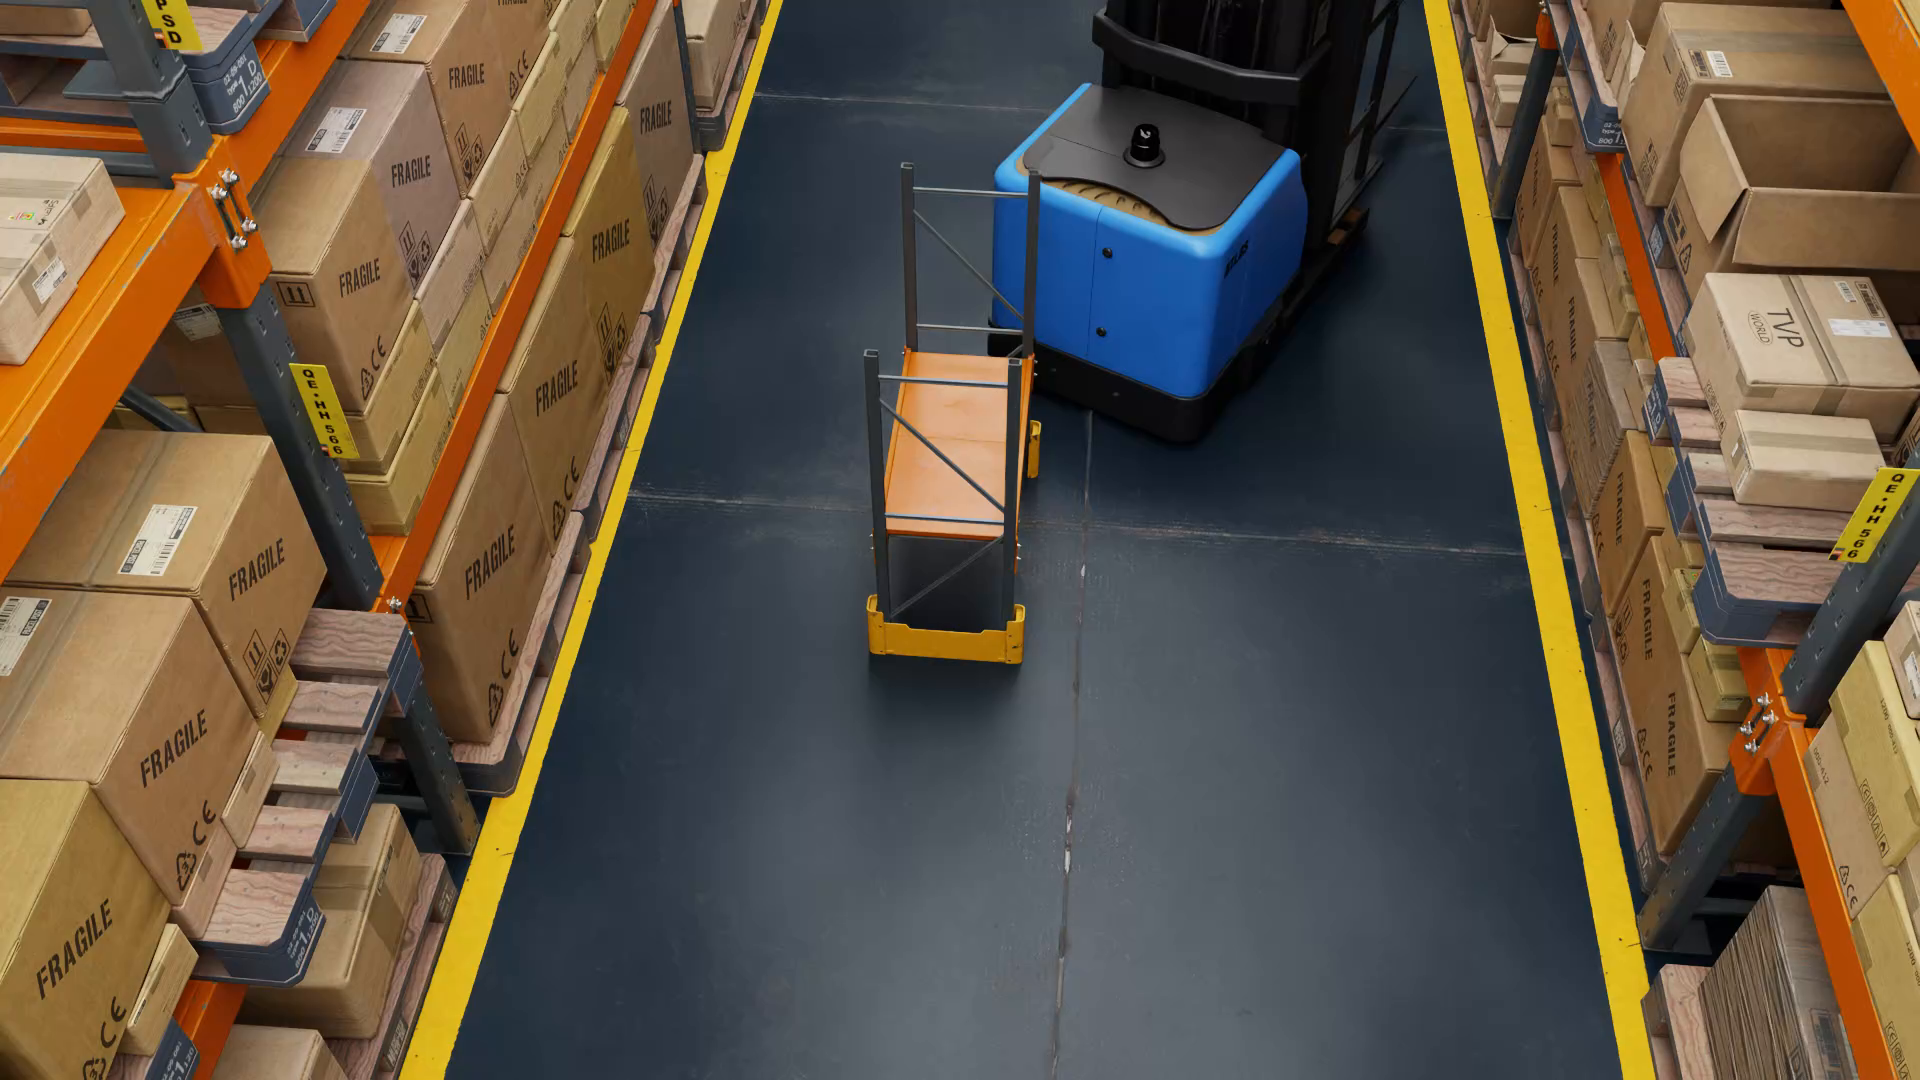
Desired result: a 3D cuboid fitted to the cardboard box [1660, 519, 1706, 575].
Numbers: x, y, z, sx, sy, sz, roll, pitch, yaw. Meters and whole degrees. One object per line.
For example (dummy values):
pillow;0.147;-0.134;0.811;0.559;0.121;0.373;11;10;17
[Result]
cardboard box;2.617;0.047;5.644;0.380;0.149;0.250;2;48;2

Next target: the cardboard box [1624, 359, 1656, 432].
cardboard box;2.704;-0.533;6.174;0.380;0.149;0.250;2;48;2

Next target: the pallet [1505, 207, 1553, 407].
pallet;3.090;-1.061;7.578;1.003;0.211;1.213;4;48;4

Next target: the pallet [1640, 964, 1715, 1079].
pallet;2.649;1.880;4.887;1.003;0.211;1.213;4;48;4

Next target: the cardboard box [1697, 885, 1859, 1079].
cardboard box;2.692;1.454;4.712;0.875;0.625;0.625;5;48;5

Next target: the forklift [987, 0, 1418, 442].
forklift;1.320;-2.480;7.032;1.130;2.935;3.031;24;52;21

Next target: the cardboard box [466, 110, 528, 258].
cardboard box;-1.783;-1.213;5.590;0.500;0.250;0.500;4;48;3

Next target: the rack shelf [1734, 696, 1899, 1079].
rack shelf;2.580;2.049;3.330;1.077;0.370;4.000;4;48;4

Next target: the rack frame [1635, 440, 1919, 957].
rack frame;2.762;0.337;4.409;1.000;3.000;0.127;4;48;4

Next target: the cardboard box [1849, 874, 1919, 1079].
cardboard box;2.428;1.066;3.844;0.500;0.250;0.500;3;48;3

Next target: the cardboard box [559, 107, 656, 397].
cardboard box;-1.868;-1.233;7.000;0.875;0.875;0.875;5;48;5

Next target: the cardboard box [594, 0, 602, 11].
cardboard box;-1.653;-2.344;6.624;0.500;0.250;0.500;5;48;4

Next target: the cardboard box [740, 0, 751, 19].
cardboard box;-1.571;-3.323;9.208;0.875;0.438;0.875;3;48;2

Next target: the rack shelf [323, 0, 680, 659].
rack shelf;-1.999;-1.221;6.322;1.077;0.370;4.000;4;48;4

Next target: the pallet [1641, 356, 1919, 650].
pallet;2.754;-0.101;4.940;1.213;0.211;1.003;4;48;4

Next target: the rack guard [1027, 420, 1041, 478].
rack guard;0.038;-0.394;6.941;0.587;0.250;0.087;4;48;4

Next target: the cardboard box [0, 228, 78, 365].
cardboard box;-2.015;-0.493;3.306;0.380;0.149;0.250;4;48;4

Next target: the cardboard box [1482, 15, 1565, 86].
cardboard box;2.918;-2.513;8.584;0.396;0.266;0.258;5;48;5

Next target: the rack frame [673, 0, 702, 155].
rack frame;-1.816;-2.934;7.400;1.000;3.000;0.127;4;48;4

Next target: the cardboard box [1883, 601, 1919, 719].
cardboard box;2.440;0.298;3.937;0.380;0.149;0.250;5;48;5

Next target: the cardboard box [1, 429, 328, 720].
cardboard box;-1.946;0.083;4.088;0.500;0.500;0.500;3;48;2

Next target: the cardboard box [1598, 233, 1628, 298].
cardboard box;2.798;-1.092;6.686;0.380;0.149;0.250;4;48;3

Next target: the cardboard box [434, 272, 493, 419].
cardboard box;-1.857;-0.665;5.427;0.500;0.250;0.500;3;48;2

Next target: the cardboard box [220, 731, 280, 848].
cardboard box;-1.907;0.595;4.058;0.380;0.149;0.250;4;48;3

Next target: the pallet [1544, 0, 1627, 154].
pallet;2.945;-1.958;6.638;1.003;0.211;1.213;4;48;4

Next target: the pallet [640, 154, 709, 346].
pallet;-1.812;-1.420;7.906;1.003;0.211;1.213;4;48;4

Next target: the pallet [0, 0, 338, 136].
pallet;-2.175;-1.420;4.111;1.213;0.211;1.003;6;48;5

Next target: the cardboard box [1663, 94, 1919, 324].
cardboard box;2.727;-1.052;5.325;0.797;0.503;0.637;3;48;3

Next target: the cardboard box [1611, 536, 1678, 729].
cardboard box;2.643;0.346;5.810;0.500;0.500;0.500;3;48;3

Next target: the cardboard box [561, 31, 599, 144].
cardboard box;-1.719;-1.793;6.459;0.500;0.250;0.500;3;48;2

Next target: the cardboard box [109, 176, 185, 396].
cardboard box;-2.394;-0.763;4.670;0.500;0.500;0.500;3;48;2

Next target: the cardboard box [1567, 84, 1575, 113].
cardboard box;2.890;-1.970;7.287;0.380;0.149;0.250;3;48;3

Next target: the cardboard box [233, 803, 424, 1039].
cardboard box;-2.242;1.165;5.148;0.950;0.372;0.625;1;48;1

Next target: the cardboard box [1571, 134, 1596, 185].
cardboard box;2.881;-1.665;7.210;0.380;0.149;0.250;3;48;2

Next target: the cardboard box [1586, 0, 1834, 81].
cardboard box;2.813;-2.057;6.246;0.700;0.500;0.500;4;48;4

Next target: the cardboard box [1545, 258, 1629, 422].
cardboard box;2.770;-0.802;6.860;0.500;0.500;0.500;3;48;2

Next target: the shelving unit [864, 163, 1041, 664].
shelving unit;-0.007;-0.450;6.145;0.587;1.500;1.083;4;48;4

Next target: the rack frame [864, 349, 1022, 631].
rack frame;-0.054;-0.070;5.798;0.500;1.500;0.032;4;48;4

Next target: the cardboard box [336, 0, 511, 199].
cardboard box;-1.794;-1.456;5.303;0.500;0.500;0.500;5;48;5

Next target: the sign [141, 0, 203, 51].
sign;-1.641;-1.143;3.380;0.100;0.325;0.005;4;48;4

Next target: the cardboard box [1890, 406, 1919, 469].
cardboard box;2.965;-0.206;4.554;0.500;0.500;0.500;6;48;5
